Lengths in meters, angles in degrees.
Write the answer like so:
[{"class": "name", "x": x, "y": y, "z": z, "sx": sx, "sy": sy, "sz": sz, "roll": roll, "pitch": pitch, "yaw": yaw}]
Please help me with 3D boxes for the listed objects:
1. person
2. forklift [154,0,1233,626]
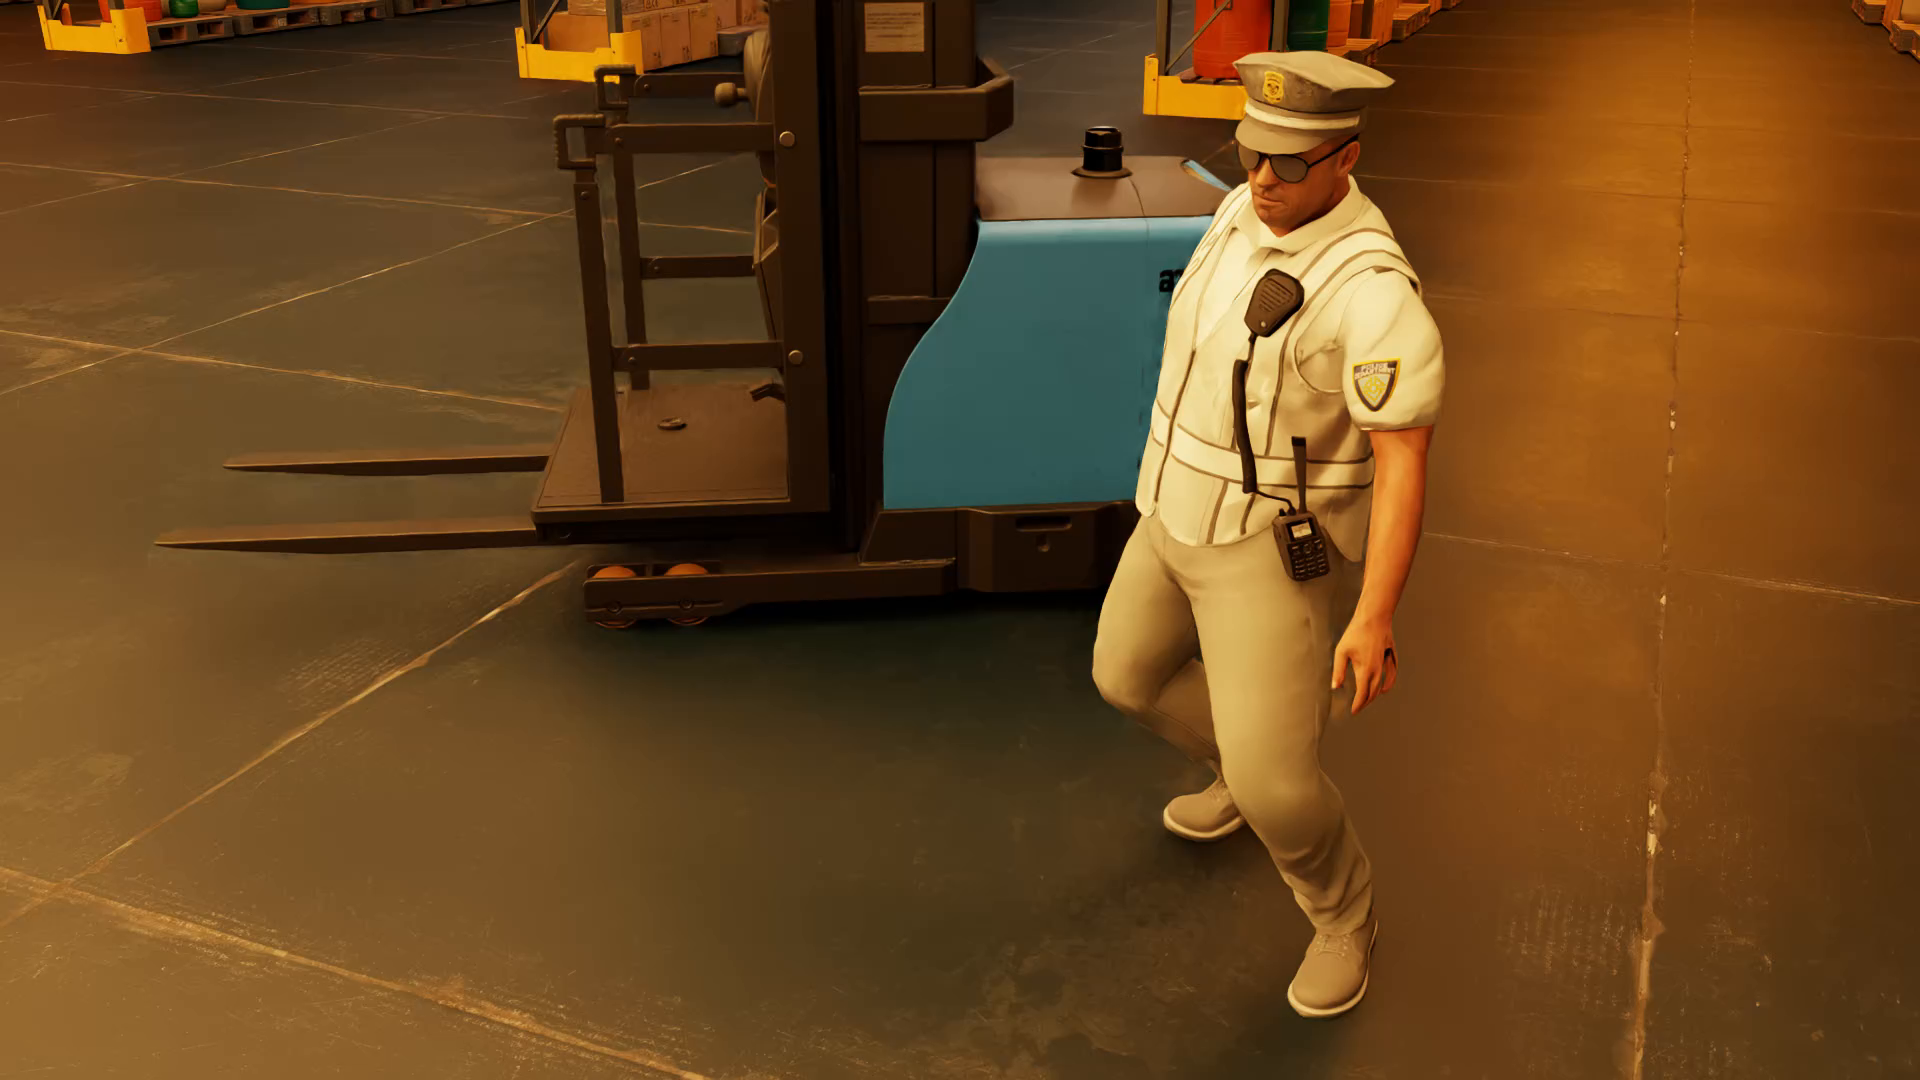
[{"class": "person", "x": -3.639, "y": -11.055, "z": 19.890, "sx": 7.222, "sy": 9.012, "sz": 40.720, "roll": -9, "pitch": 24, "yaw": -20}, {"class": "forklift", "x": -0.707, "y": -1.325, "z": 4.461, "sx": 3.031, "sy": 2.935, "sz": 1.130, "roll": -2, "pitch": 23, "yaw": -5}]
